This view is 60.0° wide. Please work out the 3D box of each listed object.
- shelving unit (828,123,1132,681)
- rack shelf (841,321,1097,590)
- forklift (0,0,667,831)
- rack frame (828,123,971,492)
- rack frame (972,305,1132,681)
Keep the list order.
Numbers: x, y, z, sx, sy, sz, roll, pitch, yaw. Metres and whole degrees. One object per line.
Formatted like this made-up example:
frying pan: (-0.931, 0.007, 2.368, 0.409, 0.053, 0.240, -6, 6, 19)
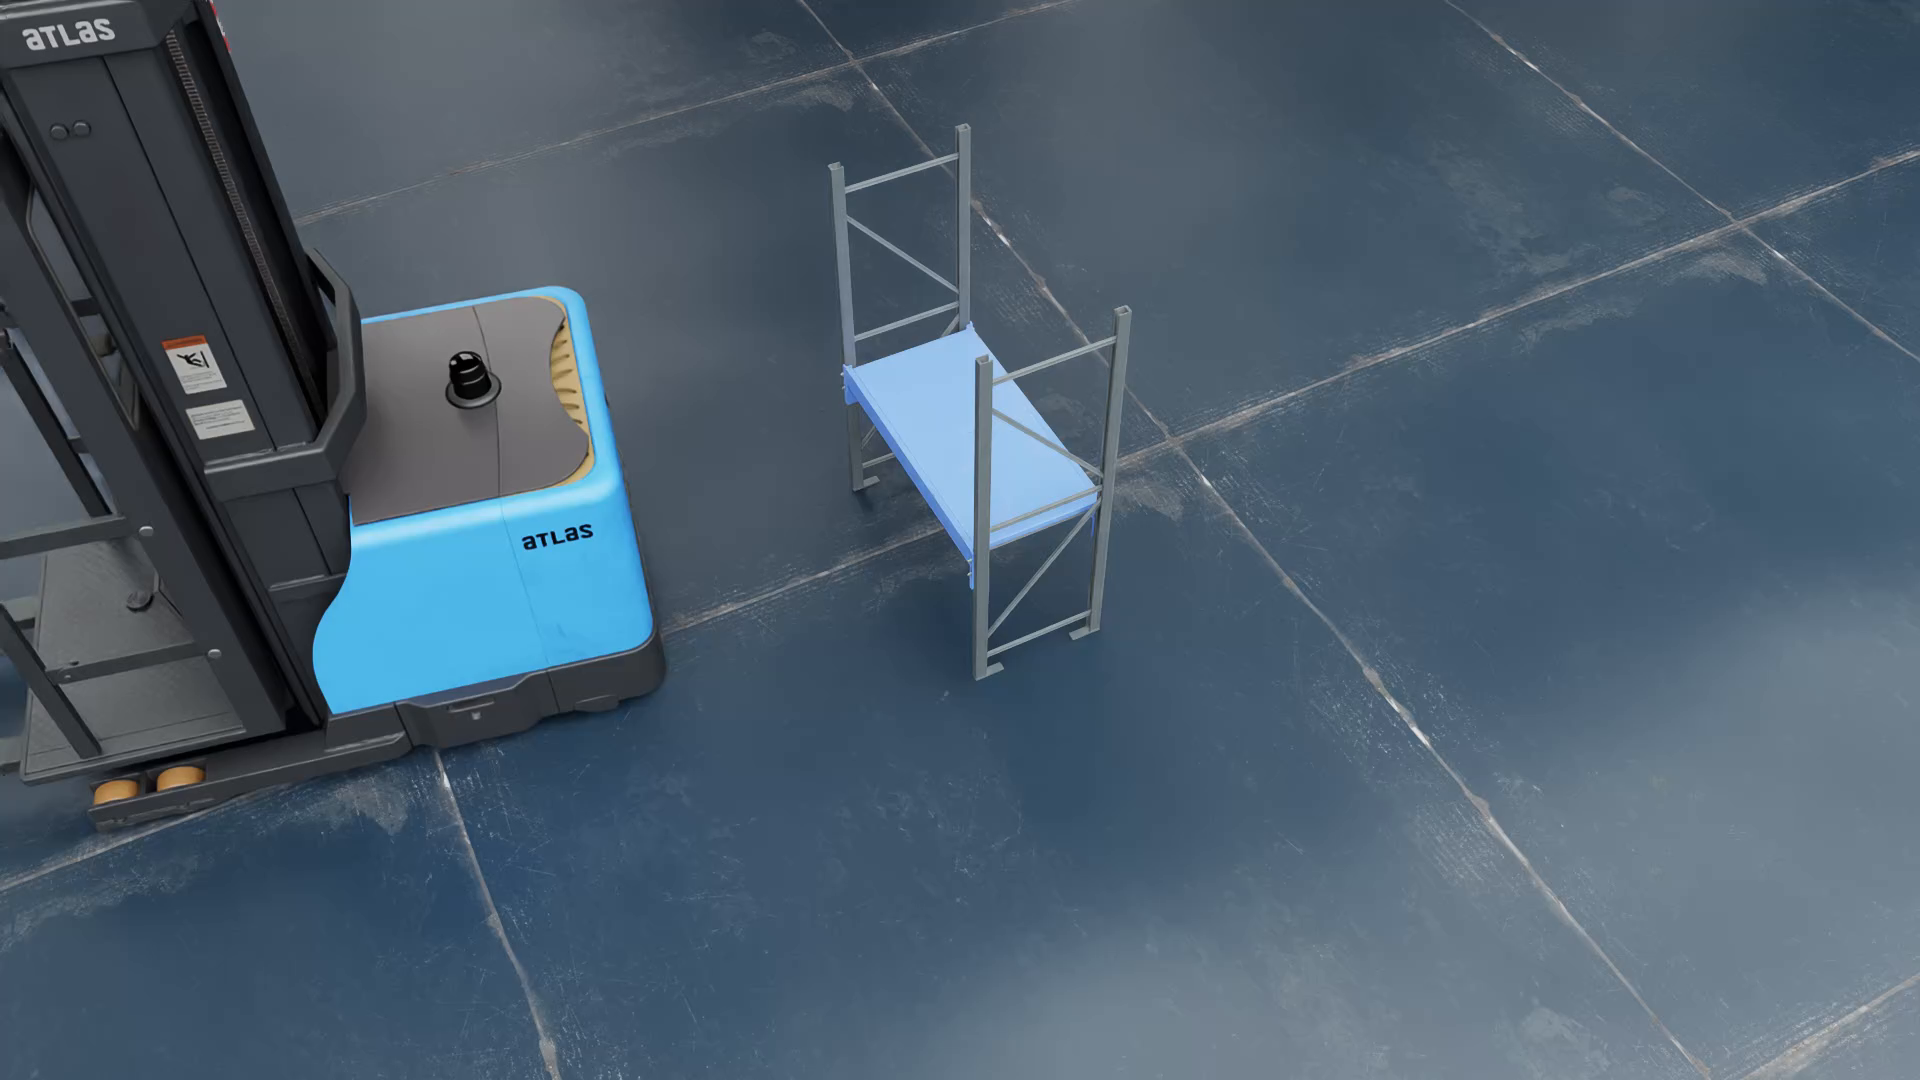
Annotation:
shelving unit: (0.039, -0.437, 5.636, 0.538, 1.500, 1.048, -21, 52, -18)
rack shelf: (0.039, -0.318, 5.771, 0.538, 0.185, 1.000, -21, 52, -18)
forklift: (-2.592, -0.475, 4.718, 3.031, 2.935, 1.130, -12, 50, -10)
rack frame: (-0.194, -0.777, 5.933, 0.500, 1.500, 0.032, -21, 52, -18)
rack frame: (0.272, -0.096, 5.338, 0.500, 1.500, 0.032, -21, 52, -18)
